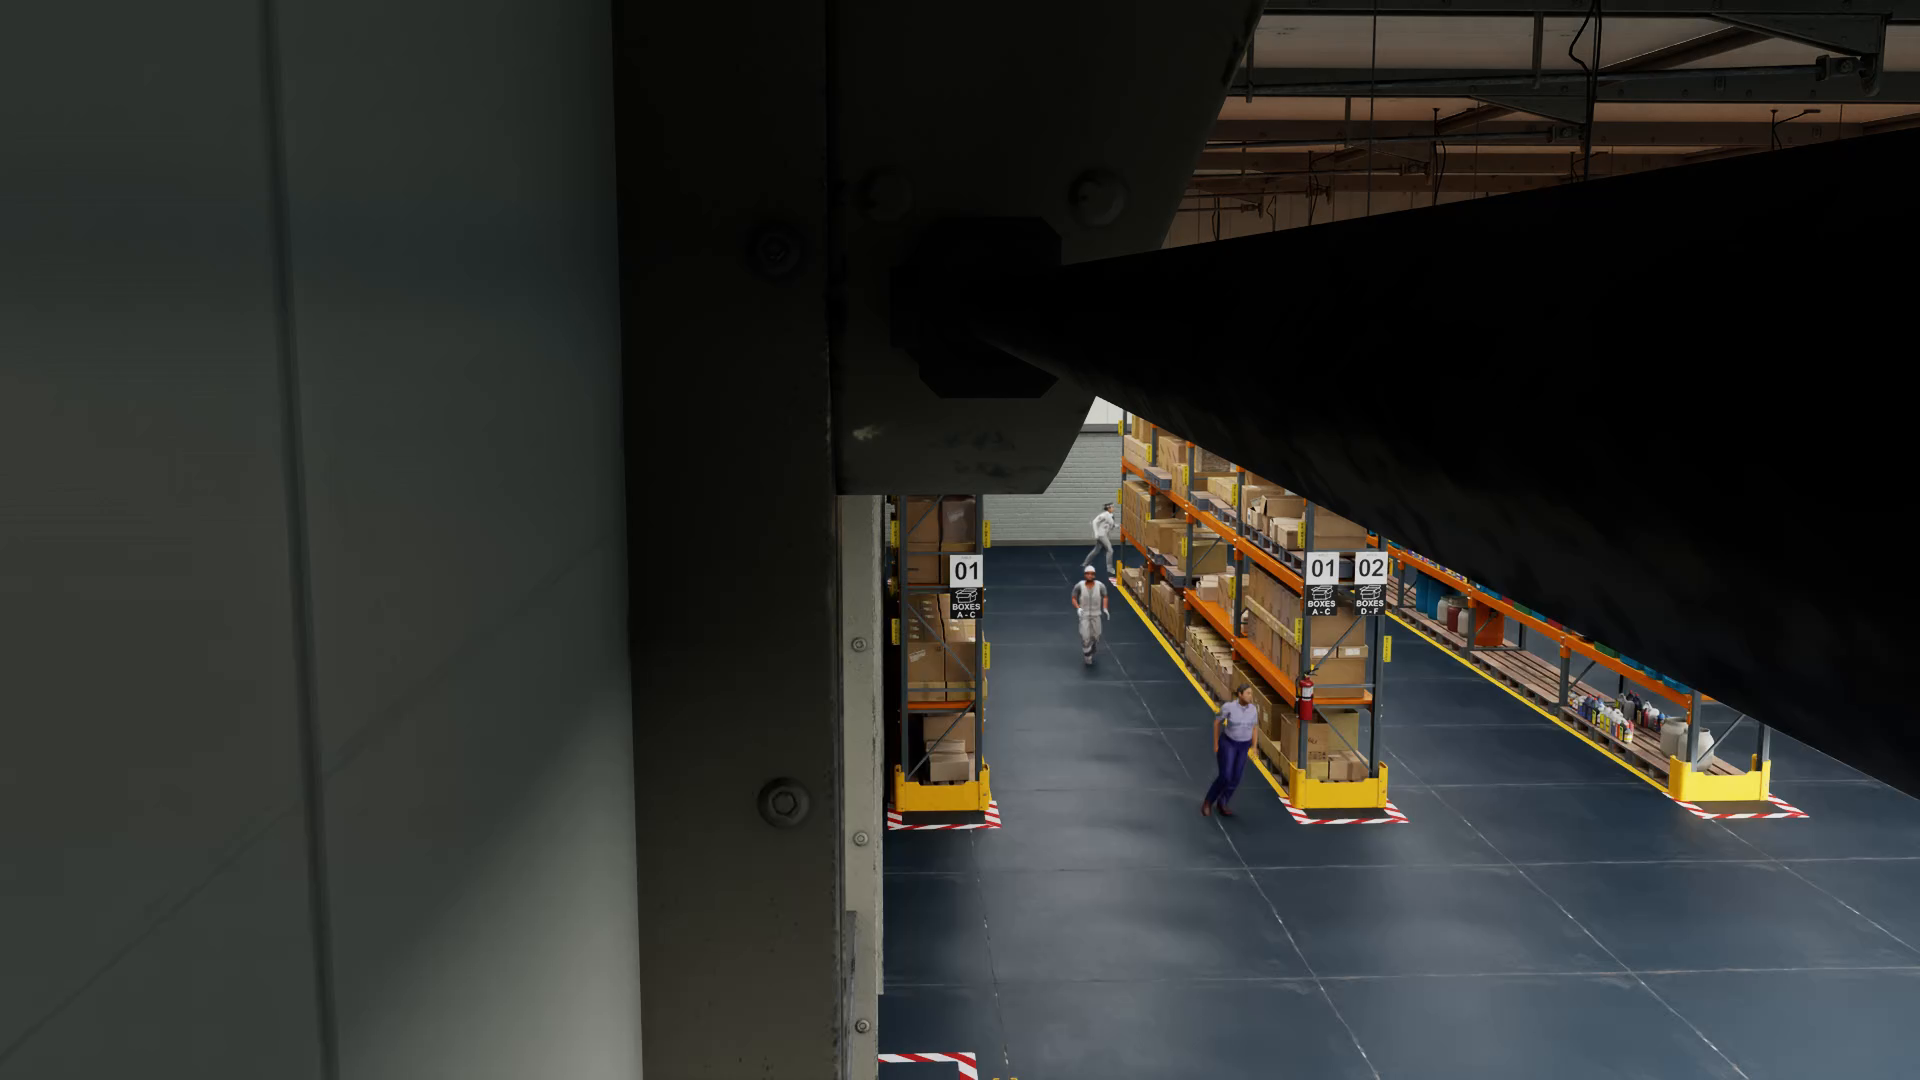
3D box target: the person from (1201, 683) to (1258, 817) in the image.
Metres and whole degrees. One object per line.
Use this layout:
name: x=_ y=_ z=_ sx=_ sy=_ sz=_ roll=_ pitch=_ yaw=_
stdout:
person: x=3.309 y=2.556 z=20.236 sx=0.692 sy=1.646 sz=0.462 roll=-4 pitch=9 yaw=-25

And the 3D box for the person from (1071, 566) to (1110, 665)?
person: x=2.230 y=1.284 z=28.514 sx=0.653 sy=1.728 sz=0.633 roll=0 pitch=8 yaw=-2

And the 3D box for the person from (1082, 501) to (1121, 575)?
person: x=3.258 y=-0.069 z=37.805 sx=0.959 sy=1.653 sz=0.582 roll=3 pitch=9 yaw=17
